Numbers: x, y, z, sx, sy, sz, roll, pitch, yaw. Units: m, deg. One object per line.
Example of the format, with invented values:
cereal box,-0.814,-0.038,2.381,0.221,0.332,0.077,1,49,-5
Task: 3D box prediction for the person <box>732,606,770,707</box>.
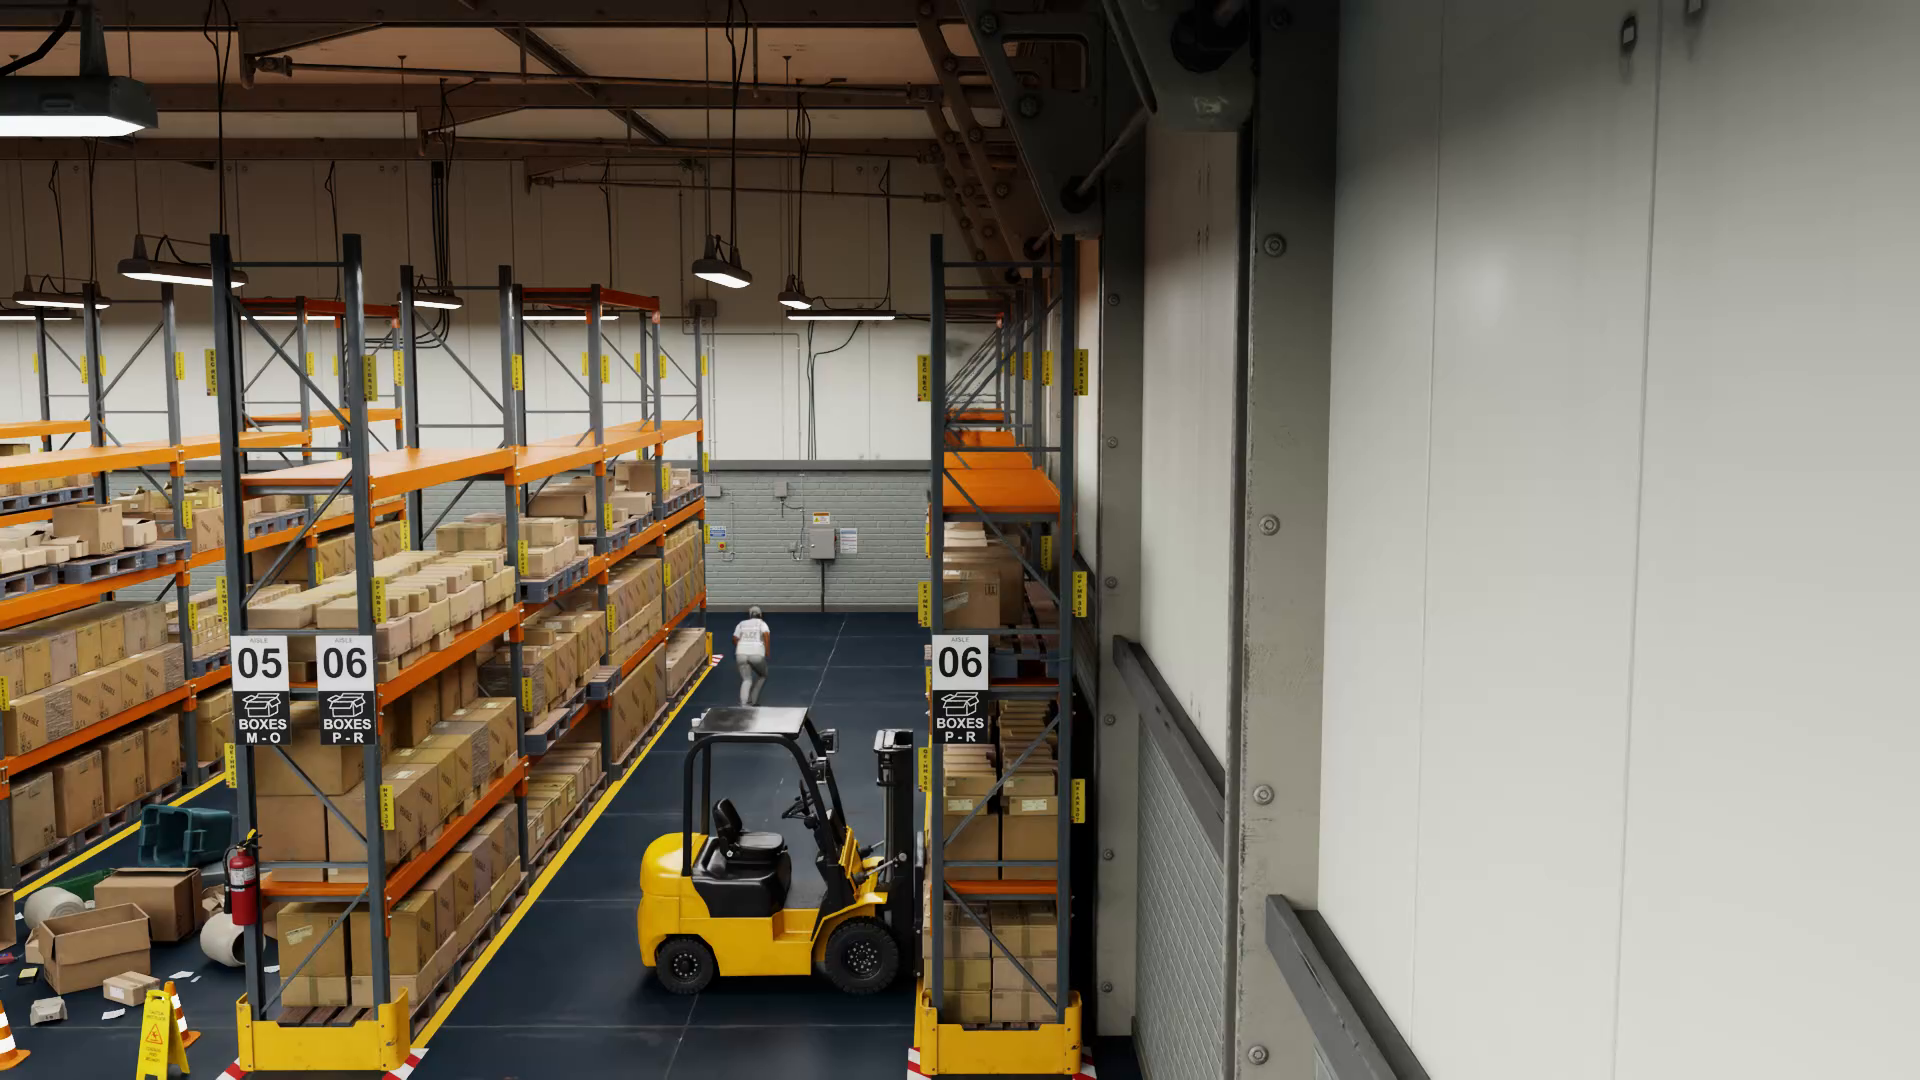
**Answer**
person,-3.074,1.775,24.261,0.610,1.511,1.100,1,6,8
